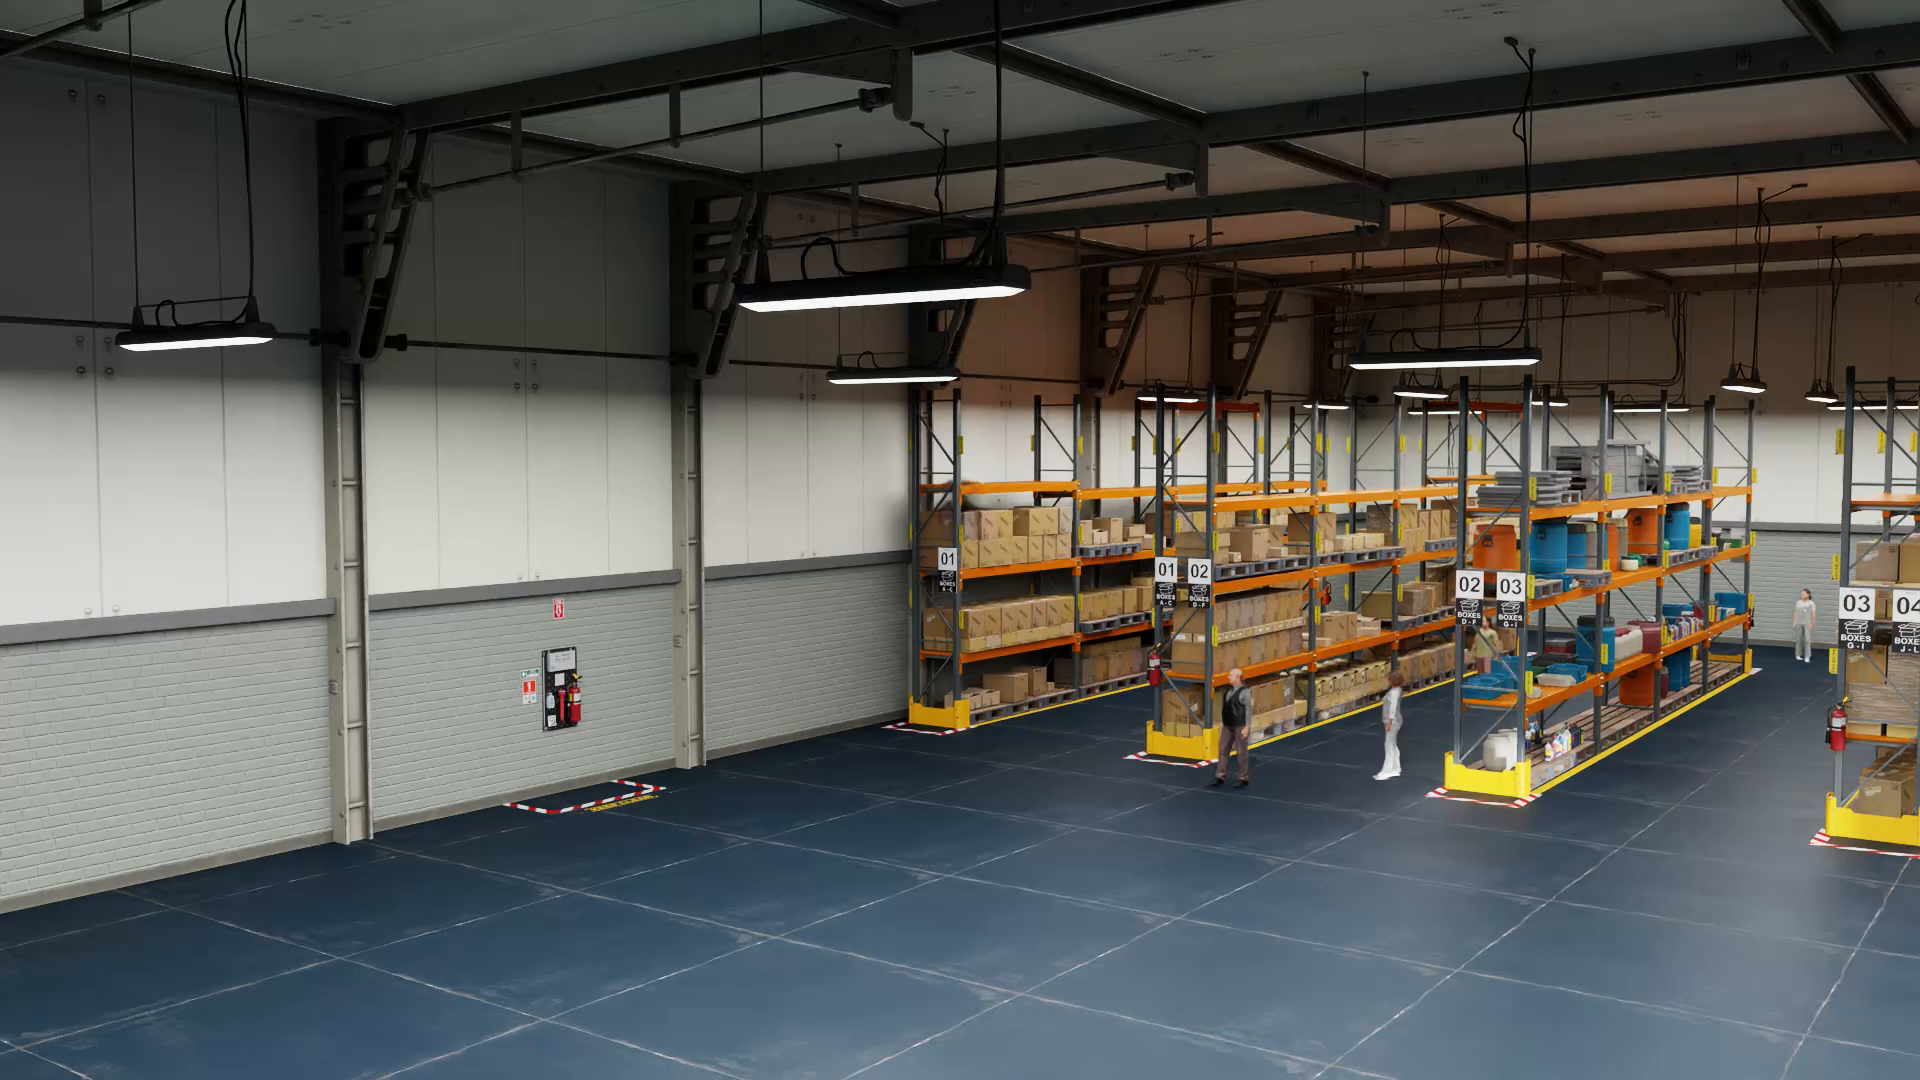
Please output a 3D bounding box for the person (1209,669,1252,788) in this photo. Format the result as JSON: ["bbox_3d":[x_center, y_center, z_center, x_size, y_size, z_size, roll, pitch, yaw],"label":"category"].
[{"bbox_3d":[3.973,2.756,24.333,0.558,1.735,0.553,-2,4,-34],"label":"person"}]

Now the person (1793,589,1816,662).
[{"bbox_3d":[19.616,1.978,38.637,0.460,1.684,0.504,2,4,28],"label":"person"}]

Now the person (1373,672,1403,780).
[{"bbox_3d":[6.432,2.779,25.065,0.489,1.604,0.442,0,3,0],"label":"person"}]

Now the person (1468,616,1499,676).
[{"bbox_3d":[10.331,2.304,32.827,0.544,1.618,0.978,2,4,30],"label":"person"}]
